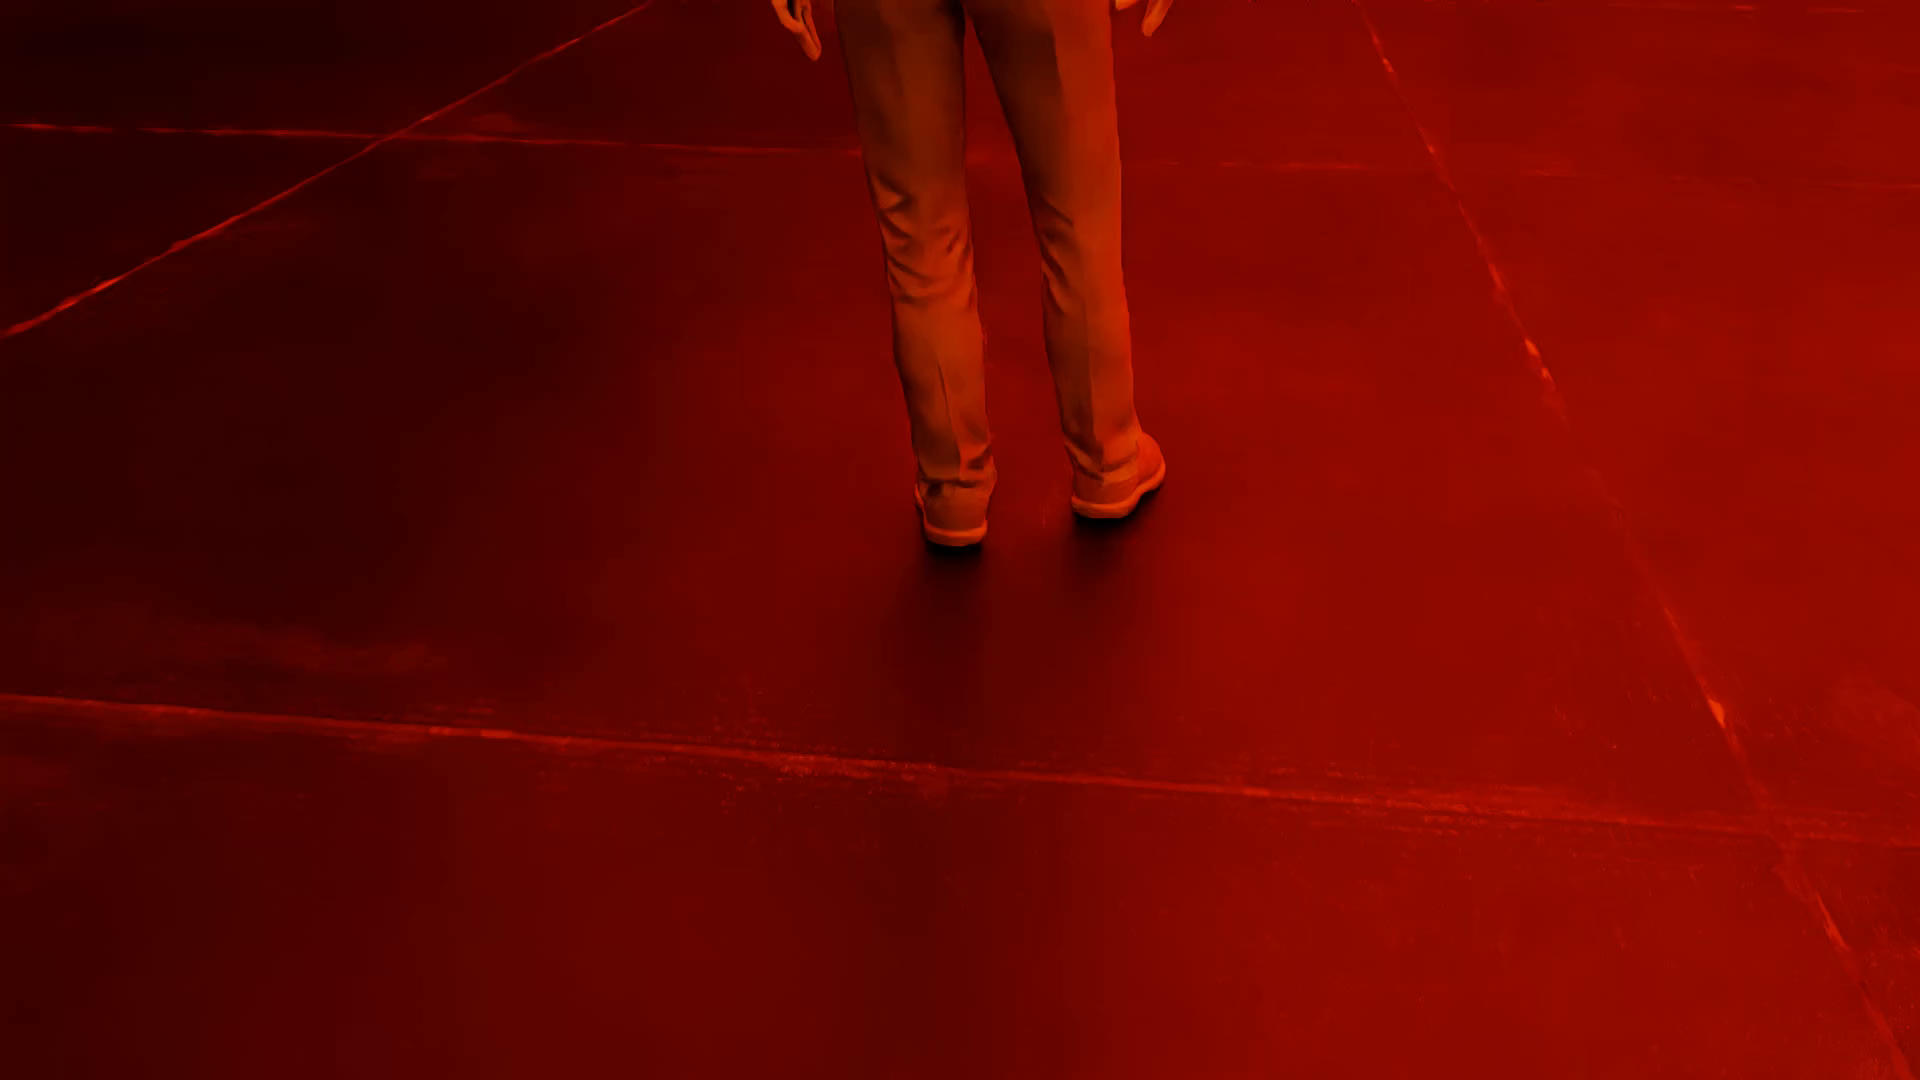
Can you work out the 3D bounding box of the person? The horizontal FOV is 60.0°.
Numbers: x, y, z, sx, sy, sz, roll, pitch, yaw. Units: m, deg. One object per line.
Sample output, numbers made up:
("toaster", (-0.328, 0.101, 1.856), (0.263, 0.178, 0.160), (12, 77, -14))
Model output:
("person", (0.016, -0.795, 2.178), (0.586, 1.695, 0.533), (3, 27, 7))
